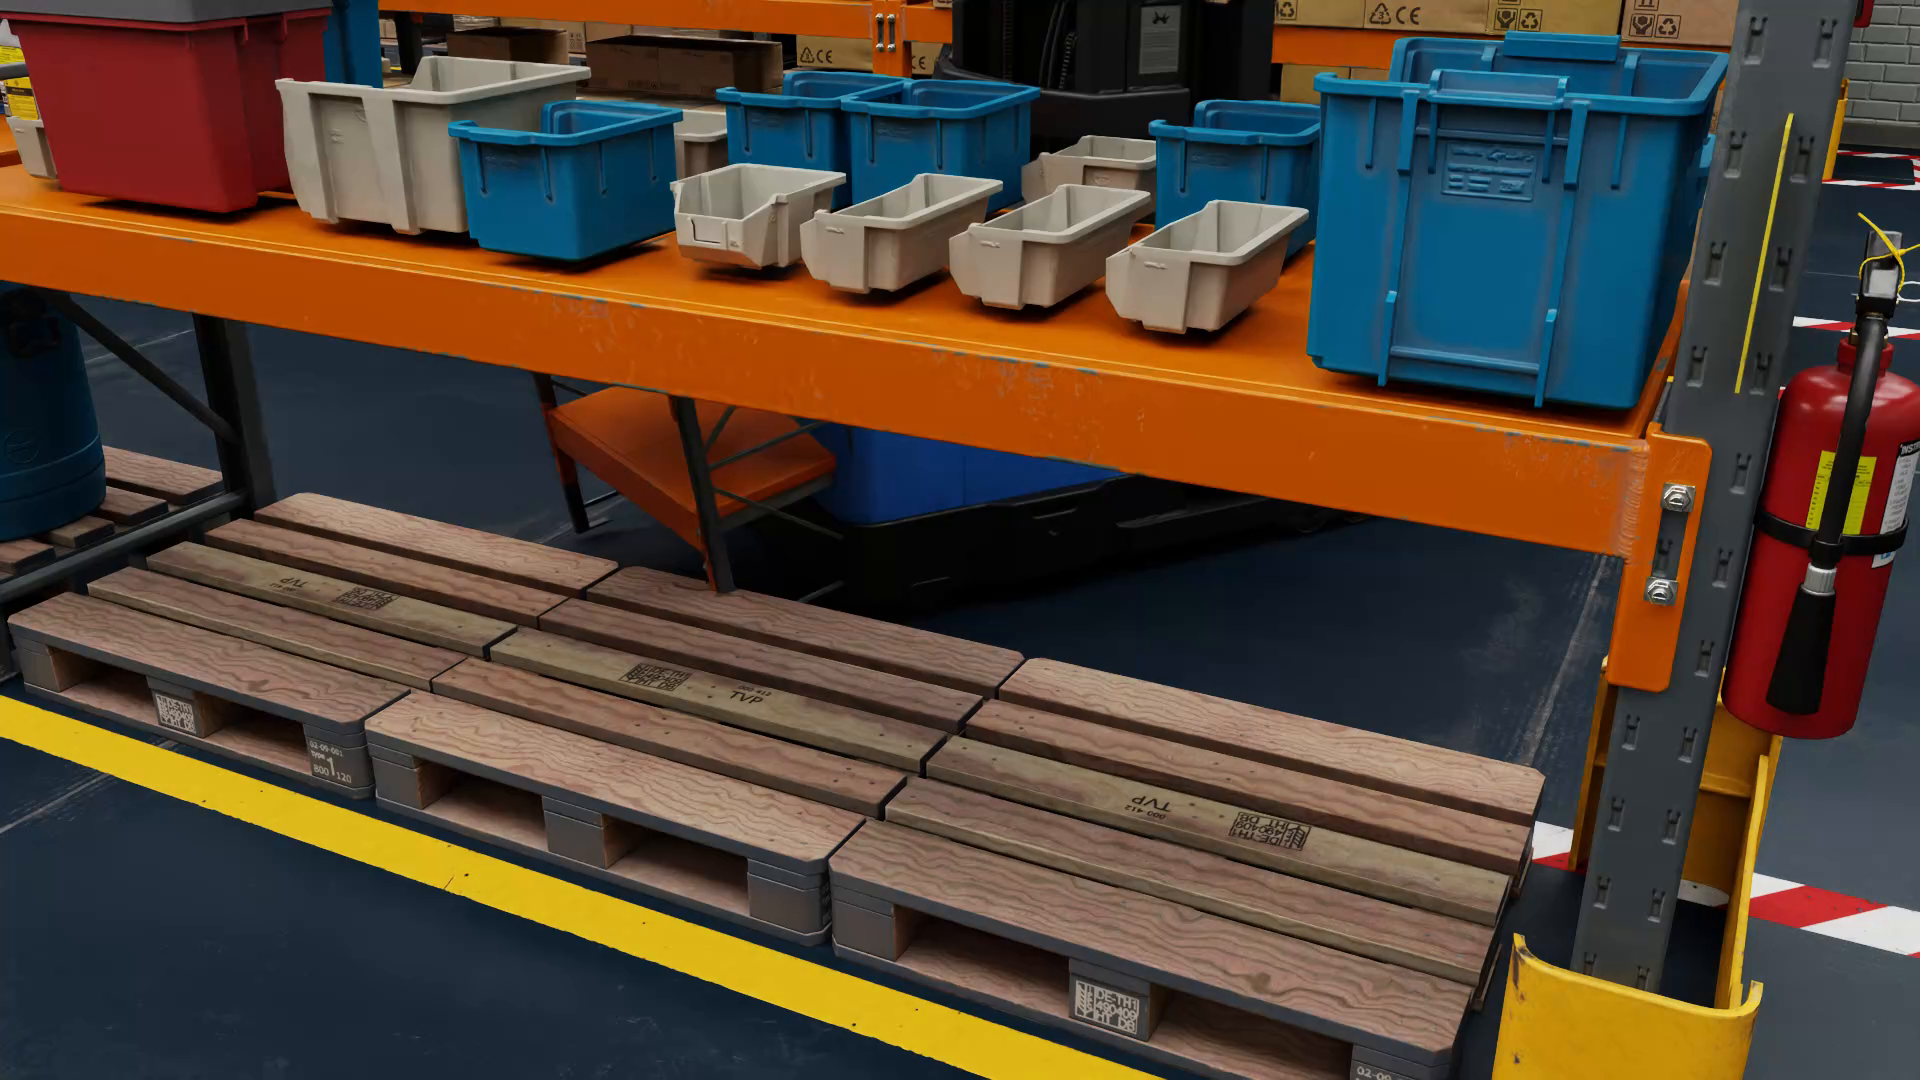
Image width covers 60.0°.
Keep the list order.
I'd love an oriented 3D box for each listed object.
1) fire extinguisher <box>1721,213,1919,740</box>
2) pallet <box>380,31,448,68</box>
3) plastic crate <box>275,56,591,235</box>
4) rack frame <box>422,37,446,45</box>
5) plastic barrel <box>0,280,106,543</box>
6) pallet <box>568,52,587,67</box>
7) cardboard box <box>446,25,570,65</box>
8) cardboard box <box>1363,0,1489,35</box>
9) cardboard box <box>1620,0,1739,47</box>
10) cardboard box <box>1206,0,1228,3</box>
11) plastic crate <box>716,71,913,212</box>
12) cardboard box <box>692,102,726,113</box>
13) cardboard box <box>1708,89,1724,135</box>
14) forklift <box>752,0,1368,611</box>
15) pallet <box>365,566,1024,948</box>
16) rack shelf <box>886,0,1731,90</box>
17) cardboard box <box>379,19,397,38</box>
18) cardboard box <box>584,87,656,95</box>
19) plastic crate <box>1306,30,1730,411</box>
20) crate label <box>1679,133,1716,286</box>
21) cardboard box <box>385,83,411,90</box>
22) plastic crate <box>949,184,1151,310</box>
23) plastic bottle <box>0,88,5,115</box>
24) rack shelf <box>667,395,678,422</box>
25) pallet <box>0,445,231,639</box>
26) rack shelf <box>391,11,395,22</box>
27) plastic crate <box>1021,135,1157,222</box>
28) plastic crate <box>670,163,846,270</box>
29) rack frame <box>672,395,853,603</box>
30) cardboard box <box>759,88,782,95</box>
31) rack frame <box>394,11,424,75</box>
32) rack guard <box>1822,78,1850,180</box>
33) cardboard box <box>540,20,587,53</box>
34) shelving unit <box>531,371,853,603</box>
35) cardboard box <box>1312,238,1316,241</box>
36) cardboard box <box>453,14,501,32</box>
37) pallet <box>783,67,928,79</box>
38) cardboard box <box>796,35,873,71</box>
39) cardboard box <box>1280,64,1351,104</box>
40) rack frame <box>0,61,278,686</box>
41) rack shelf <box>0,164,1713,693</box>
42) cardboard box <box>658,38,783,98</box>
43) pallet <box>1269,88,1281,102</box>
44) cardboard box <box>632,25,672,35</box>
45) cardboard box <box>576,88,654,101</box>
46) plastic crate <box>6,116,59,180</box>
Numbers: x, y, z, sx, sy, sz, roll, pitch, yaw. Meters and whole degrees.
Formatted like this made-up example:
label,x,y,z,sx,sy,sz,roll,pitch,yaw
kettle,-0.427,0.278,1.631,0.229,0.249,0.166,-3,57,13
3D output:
label,x,y,z,sx,sy,sz,roll,pitch,yaw
fire extinguisher,1.140,-0.073,2.164,0.183,0.674,0.296,11,25,25
pallet,-5.644,-4.867,16.426,1.213,0.211,1.003,11,25,25
plastic crate,-1.080,-0.811,3.398,0.530,0.282,0.437,11,25,25
rack frame,-5.028,-6.044,15.630,0.127,3.000,1.000,11,25,25
plastic barrel,-2.837,-0.501,4.741,0.708,0.901,0.600,11,25,25
pallet,-3.240,-4.409,15.348,1.213,0.211,1.003,11,25,25
cardboard box,-2.698,-2.913,9.940,0.500,0.250,0.500,12,26,27
cardboard box,2.019,-2.405,6.945,0.500,0.500,0.500,11,26,25
cardboard box,2.926,-2.225,6.521,0.500,0.500,0.500,12,26,26
cardboard box,1.115,-2.583,7.364,0.500,0.500,0.500,11,25,24
plastic crate,-0.304,-0.860,3.577,0.300,0.233,0.416,11,25,25
cardboard box,-1.128,-2.030,8.823,0.500,0.500,0.500,11,26,25
cardboard box,5.011,-3.057,11.263,0.500,0.500,0.700,11,25,25
forklift,0.789,-1.541,5.129,3.031,2.935,1.130,-12,26,-25
pallet,-0.593,0.443,3.939,1.213,0.211,1.003,11,25,25
rack shelf,1.664,-2.217,7.549,4.000,0.370,1.077,11,25,25
cardboard box,-5.519,-5.027,16.296,0.250,0.166,0.380,8,24,18
cardboard box,-1.817,-2.394,9.679,0.500,0.500,0.500,10,25,23
plastic crate,0.827,-0.503,2.478,0.499,0.435,0.616,11,25,25
crate label,1.139,-0.575,2.905,0.303,0.233,0.416,11,25,25
cardboard box,-2.944,-2.389,9.666,0.500,0.500,0.500,10,25,23
plastic crate,0.149,-0.509,2.873,0.243,0.136,0.396,11,25,25
plastic bottle,-2.811,-1.381,4.829,0.097,0.271,0.097,0,23,0
rack shelf,-0.813,-0.681,4.564,0.538,0.278,1.000,-25,34,-28
pallet,-3.029,-0.039,5.073,1.213,0.211,1.003,11,25,25
rack shelf,-5.475,-3.629,10.871,4.000,0.370,1.077,11,25,25
plastic crate,0.284,-0.736,3.407,0.298,0.136,0.250,11,25,25
plastic crate,-0.383,-0.595,3.077,0.250,0.136,0.298,11,25,25
rack frame,-0.480,-0.255,4.336,0.500,1.125,0.032,-25,34,-28
cardboard box,-0.924,-2.214,9.255,0.500,0.500,0.500,12,26,25
rack frame,-3.691,-3.607,9.900,0.127,3.000,1.000,11,25,25
rack guard,5.702,-2.771,11.127,0.348,0.500,1.175,11,25,25
cardboard box,-3.443,-4.794,15.323,0.500,0.500,0.700,12,26,25
shelving unit,-0.778,-0.428,4.709,0.538,1.125,1.048,-25,34,-28
cardboard box,1.558,-1.625,7.865,0.637,0.503,0.797,11,25,25
cardboard box,-4.364,-4.972,15.741,0.500,0.500,0.700,12,26,26
pallet,-0.789,-3.889,14.126,1.213,0.211,1.003,11,25,25
cardboard box,-0.862,-4.366,13.895,0.750,0.750,0.750,11,25,24
cardboard box,2.732,-3.507,12.321,0.500,0.500,0.700,12,26,25
rack frame,-2.359,-1.172,4.172,0.127,3.000,1.000,11,25,25
rack shelf,-0.574,-0.487,3.483,4.000,0.370,1.077,11,25,25
cardboard box,-1.335,-2.645,9.311,0.500,0.250,0.500,11,26,25
pallet,2.754,-3.187,12.474,1.213,0.211,1.003,11,25,25
cardboard box,-2.532,-4.631,14.938,0.500,0.500,0.700,11,25,24
cardboard box,-2.030,-2.208,9.241,0.500,0.500,0.500,10,25,23
plastic crate,-2.008,-0.946,3.902,0.243,0.136,0.396,11,25,25
